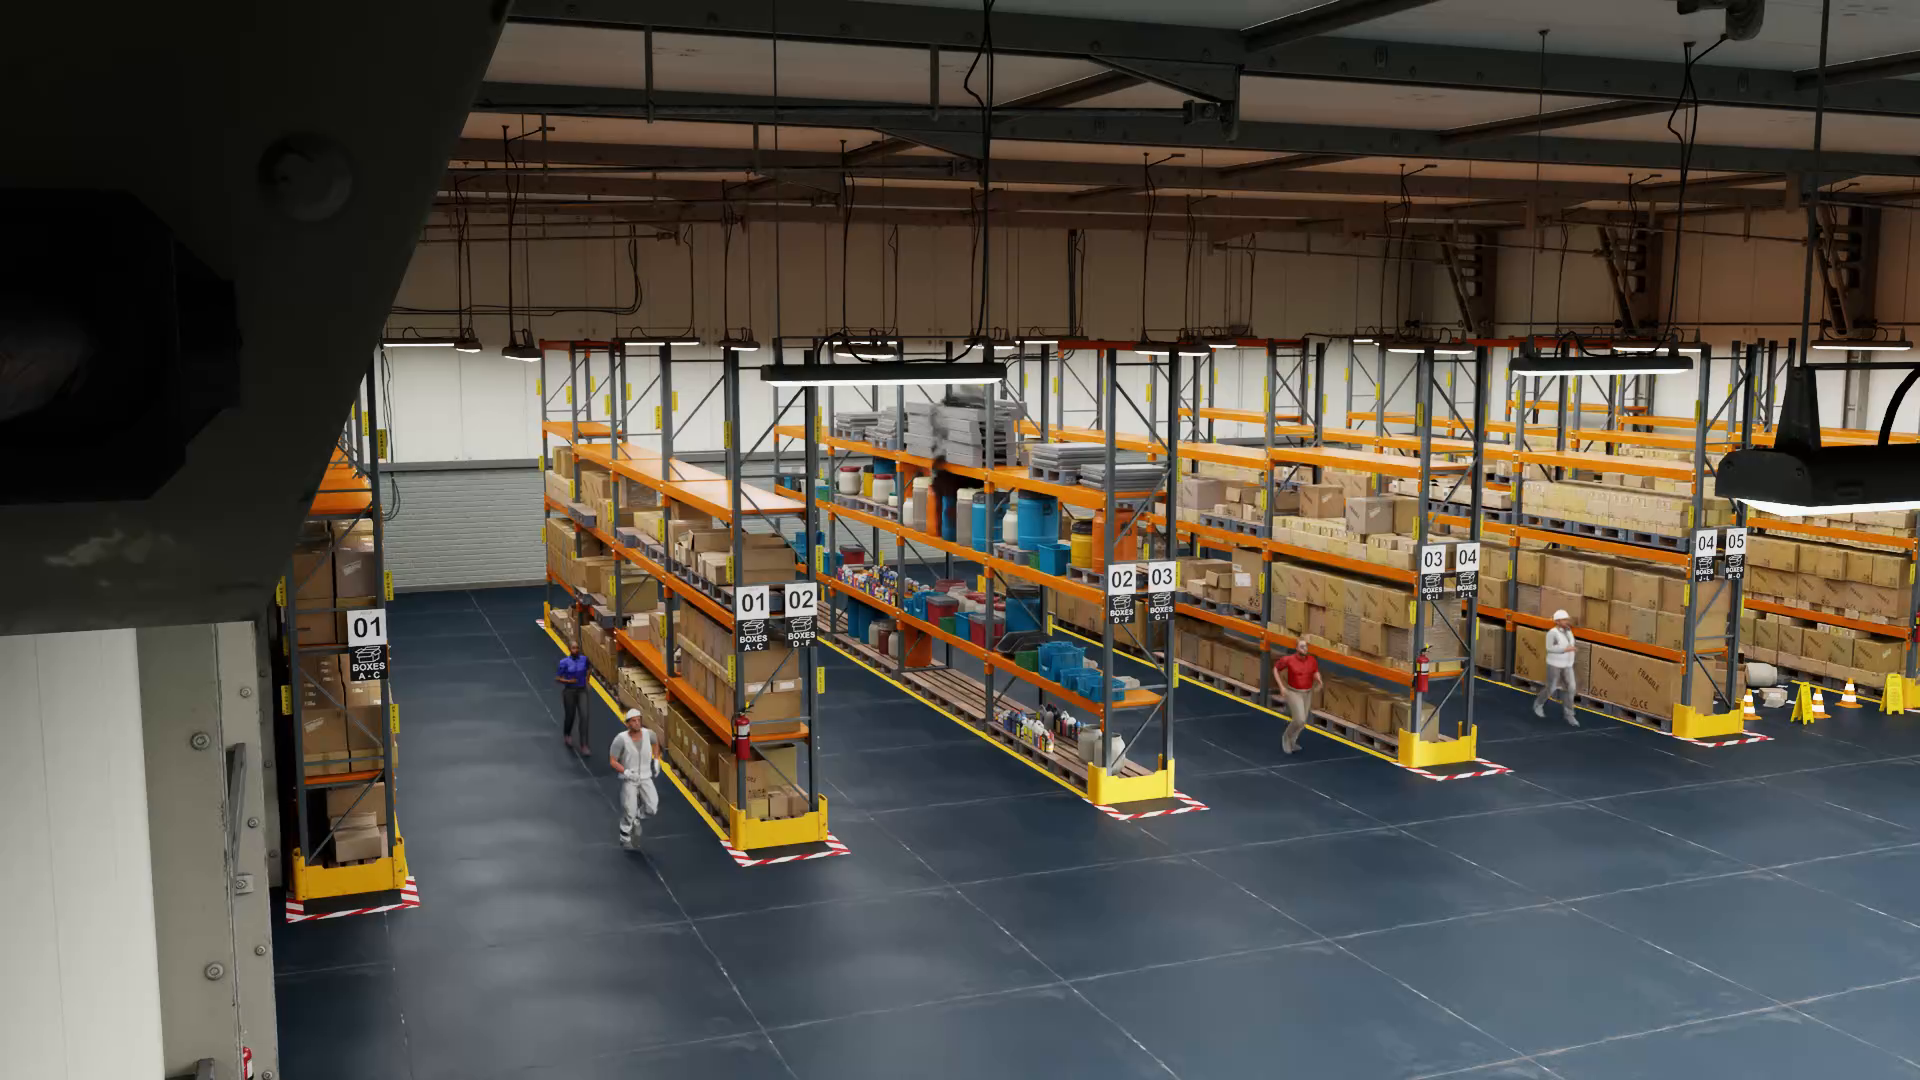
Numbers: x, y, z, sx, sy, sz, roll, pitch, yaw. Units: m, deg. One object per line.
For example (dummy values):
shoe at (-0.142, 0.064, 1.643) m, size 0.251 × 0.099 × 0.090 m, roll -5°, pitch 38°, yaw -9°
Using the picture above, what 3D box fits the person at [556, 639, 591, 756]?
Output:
person at (-5.685, 2.293, 24.600) m, size 0.578 × 1.660 × 0.870 m, roll -4°, pitch 8°, yaw -28°

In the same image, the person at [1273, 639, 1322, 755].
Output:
person at (5.024, 2.313, 24.506) m, size 0.661 × 1.729 × 0.685 m, roll -3°, pitch 8°, yaw -24°

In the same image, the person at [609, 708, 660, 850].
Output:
person at (-3.857, 2.879, 19.969) m, size 0.694 × 1.740 × 0.624 m, roll -5°, pitch 9°, yaw -31°

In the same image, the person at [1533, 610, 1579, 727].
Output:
person at (9.502, 2.009, 26.447) m, size 0.658 × 1.829 × 0.828 m, roll -3°, pitch 8°, yaw -25°
